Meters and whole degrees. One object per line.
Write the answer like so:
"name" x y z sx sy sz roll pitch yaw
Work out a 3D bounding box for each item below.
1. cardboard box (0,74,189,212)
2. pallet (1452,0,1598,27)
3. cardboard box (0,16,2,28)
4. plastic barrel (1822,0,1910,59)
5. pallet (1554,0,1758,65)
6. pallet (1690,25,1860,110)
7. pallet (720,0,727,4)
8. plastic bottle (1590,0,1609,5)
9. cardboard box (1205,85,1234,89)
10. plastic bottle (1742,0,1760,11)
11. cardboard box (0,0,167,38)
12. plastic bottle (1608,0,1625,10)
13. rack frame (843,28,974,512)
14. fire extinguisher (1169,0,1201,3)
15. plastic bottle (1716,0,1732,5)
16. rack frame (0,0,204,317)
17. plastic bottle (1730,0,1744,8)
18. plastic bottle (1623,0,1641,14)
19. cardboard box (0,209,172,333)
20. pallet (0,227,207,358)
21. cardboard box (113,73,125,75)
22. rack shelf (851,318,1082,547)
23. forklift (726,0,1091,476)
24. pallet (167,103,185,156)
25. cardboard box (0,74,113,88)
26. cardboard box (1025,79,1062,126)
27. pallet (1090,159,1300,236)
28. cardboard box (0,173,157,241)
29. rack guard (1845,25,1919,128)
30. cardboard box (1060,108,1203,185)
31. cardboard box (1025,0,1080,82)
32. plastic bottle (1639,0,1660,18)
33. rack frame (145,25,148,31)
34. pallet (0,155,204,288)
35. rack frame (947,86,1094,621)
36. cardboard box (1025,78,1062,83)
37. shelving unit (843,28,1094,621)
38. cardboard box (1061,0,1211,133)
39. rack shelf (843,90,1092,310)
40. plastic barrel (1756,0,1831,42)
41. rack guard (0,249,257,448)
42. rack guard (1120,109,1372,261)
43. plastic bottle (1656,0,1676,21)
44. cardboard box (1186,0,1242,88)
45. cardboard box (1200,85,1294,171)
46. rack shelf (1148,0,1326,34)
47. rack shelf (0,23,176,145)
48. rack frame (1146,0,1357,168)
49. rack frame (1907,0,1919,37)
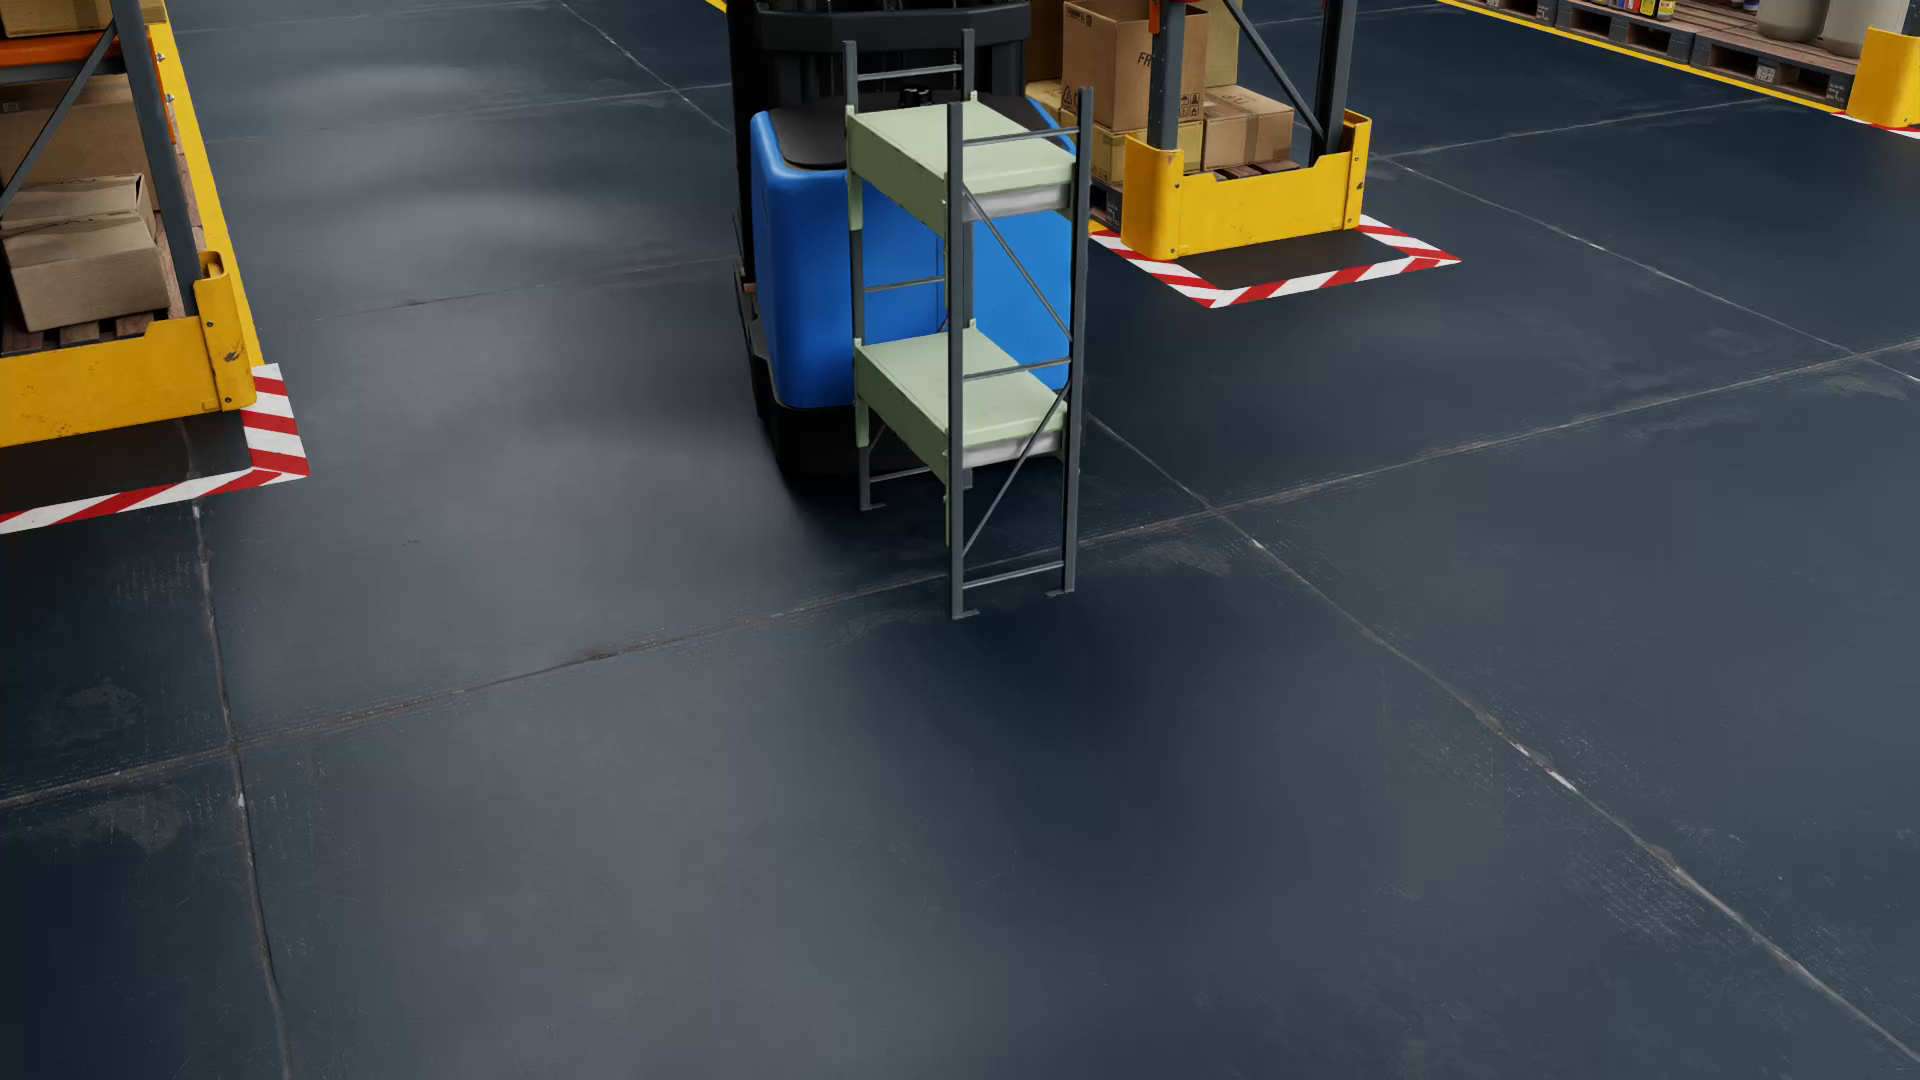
"cardboard box" -3.888 -1.737 7.387 0.700 0.500 0.500 -15 33 -25
"pallet" 4.324 -4.050 12.257 1.003 0.211 1.213 -13 32 -22
"cardboard box" -3.533 -1.834 5.587 0.500 0.250 0.500 -13 32 -21
"plastic barrel" 5.438 -3.178 9.964 0.421 0.512 0.421 0 29 0
"pallet" 4.851 -3.511 11.295 1.003 0.211 1.213 -13 32 -22
"pallet" 5.371 -2.972 10.335 1.003 0.211 1.213 -13 32 -22
"pallet" -1.282 -4.174 12.478 1.003 0.211 1.213 -13 32 -22
"plastic bottle" 4.388 -3.811 11.239 0.144 0.351 0.185 -12 31 -20
"cardboard box" 1.067 -2.254 8.585 0.500 0.250 0.500 -13 32 -22
"plastic bottle" 5.293 -3.673 11.074 0.097 0.271 0.097 0 29 0
"cardboard box" -3.080 -1.950 5.794 0.500 0.250 0.500 -14 32 -23
"plastic bottle" 4.463 -3.707 11.128 0.152 0.276 0.135 -14 32 -23
"rack frame" -0.145 -0.789 5.124 0.400 1.500 0.023 -12 32 -21
"fire extinguisher" 0.946 -2.583 6.869 0.296 0.674 0.183 -13 32 -22
"plastic bottle" 5.212 -3.782 11.256 0.061 0.283 0.133 -13 32 -21
"rack frame" -3.158 -1.725 5.259 1.000 3.000 0.127 -13 32 -22
"plastic bottle" 5.249 -3.688 11.172 0.097 0.201 0.097 0 29 0
"plastic bottle" 4.522 -3.645 11.019 0.152 0.276 0.135 -13 32 -22
"cardboard box" -3.373 -1.069 6.388 0.500 0.311 0.500 -17 33 -28
"pallet" -3.507 -0.908 6.654 1.003 0.211 1.213 -13 32 -22
"cardboard box" -5.206 -2.915 9.488 0.700 0.500 0.500 -12 31 -20
"rack shelf" 0.005 -0.342 4.992 0.431 0.370 0.720 -12 32 -21
"forklift" -0.343 -2.191 6.161 1.130 2.935 3.031 -5 30 -9
"pallet" -4.555 -1.986 8.576 1.003 0.211 1.213 -13 32 -22
"cardboard box" -4.393 -2.143 8.111 0.500 0.500 0.500 -16 33 -26
"cardboard box" 0.592 -2.144 8.388 0.500 0.250 0.500 -13 32 -22
"pallet" 0.949 -1.879 8.386 1.003 0.211 1.213 -13 32 -22
"cardboard box" -3.618 -1.320 6.837 0.500 0.311 0.500 -10 31 -18
"rack guard" 5.715 -2.738 9.622 1.175 0.500 0.348 -13 32 -22
"cardboard box" 0.818 -1.925 7.999 0.500 0.250 0.500 -13 32 -22
"cardboard box" 0.373 -2.691 8.597 0.500 0.500 0.500 -13 32 -22
"plastic bottle" 4.539 -3.579 10.893 0.061 0.283 0.133 -12 32 -21
"rack frame" -4.875 -3.492 8.410 1.000 3.000 0.127 -13 32 -22
"pallet" -4.027 -1.447 7.614 1.003 0.211 1.213 -13 32 -22
"rack frame" 0.154 -0.463 4.542 0.400 1.500 0.023 -12 32 -21
"cardboard box" 0.376 -2.364 8.781 0.500 0.250 0.500 -13 32 -22
"shelving unit" 0.005 -0.626 4.833 0.431 1.500 0.755 -12 32 -21
"cardboard box" 0.816 -2.252 7.814 0.500 0.500 0.500 -13 32 -22
"rack shelf" 0.005 -0.966 4.642 0.431 0.370 0.720 -12 32 -21
"plastic barrel" 5.223 -3.399 10.359 0.421 0.512 0.421 0 29 0
"rack guard" -3.190 -0.668 5.930 1.175 0.500 0.348 -13 32 -22
"rack guard" 1.325 -1.666 7.710 1.175 0.500 0.348 -13 32 -22
"plastic bottle" 4.606 -3.496 10.828 0.097 0.201 0.097 0 29 0
"cardboard box" 1.069 -2.582 8.402 0.500 0.500 0.500 -13 32 -22
"cardboard box" 1.285 -2.034 8.193 0.500 0.250 0.500 -13 32 -22
"rack shelf" 0.456 -3.336 8.869 1.077 0.370 4.000 -13 32 -22
"rack shelf" -4.016 -2.295 7.011 1.077 0.370 4.000 -13 32 -22
"rack frame" 1.315 -2.767 7.117 1.000 3.000 0.127 -13 32 -22
"rack frame" 5.790 -3.805 8.969 1.000 3.000 0.127 -13 32 -22
